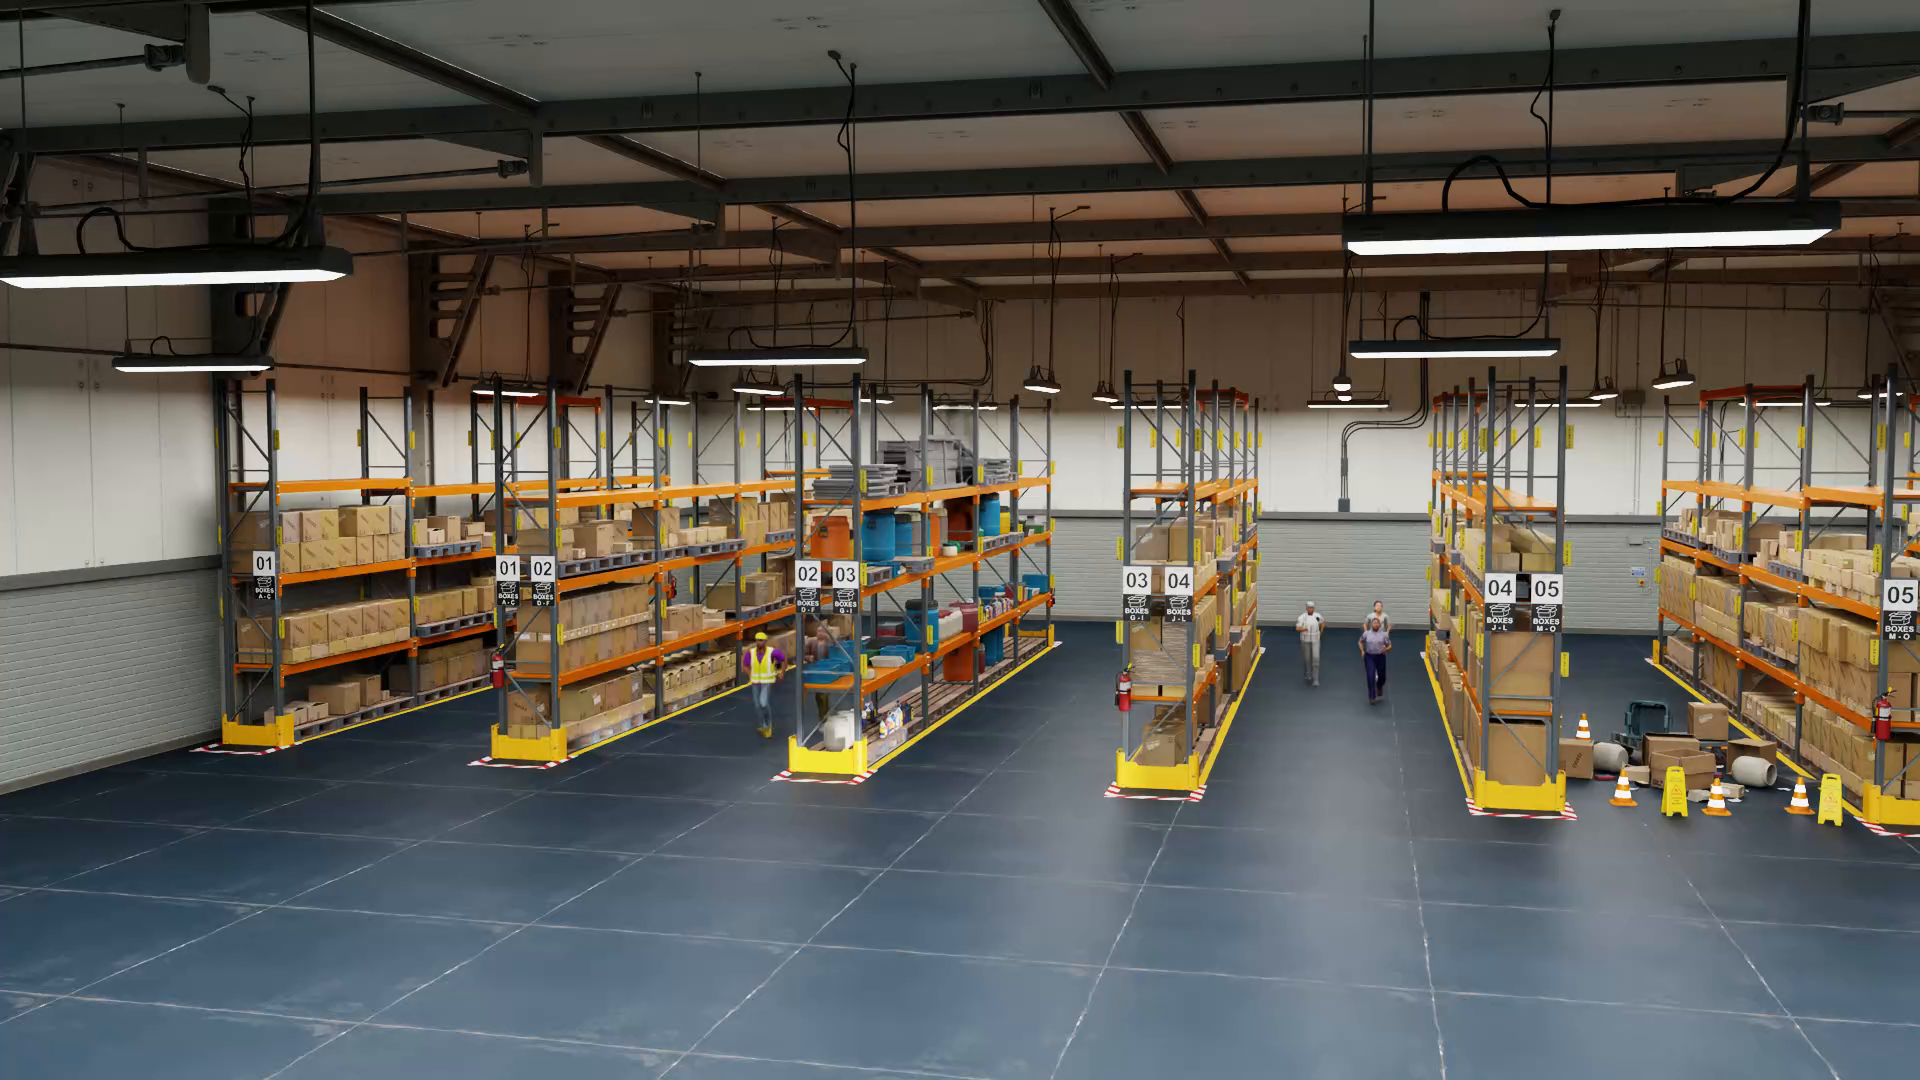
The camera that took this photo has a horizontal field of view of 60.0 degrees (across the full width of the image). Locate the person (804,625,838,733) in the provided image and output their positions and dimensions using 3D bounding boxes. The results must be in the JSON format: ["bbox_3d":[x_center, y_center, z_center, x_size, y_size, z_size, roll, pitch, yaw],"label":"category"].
[{"bbox_3d":[-2.383,2.382,28.814,0.699,1.837,0.810,1,3,11],"label":"person"}]

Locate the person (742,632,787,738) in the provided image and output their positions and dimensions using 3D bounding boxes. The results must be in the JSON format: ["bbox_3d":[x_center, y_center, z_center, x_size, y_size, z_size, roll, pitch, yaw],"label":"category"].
[{"bbox_3d":[-3.328,2.454,28.061,0.718,1.816,0.722,1,4,13],"label":"person"}]

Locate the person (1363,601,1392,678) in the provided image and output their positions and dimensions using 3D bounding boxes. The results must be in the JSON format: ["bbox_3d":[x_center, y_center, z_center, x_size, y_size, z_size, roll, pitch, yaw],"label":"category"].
[{"bbox_3d":[8.806,2.095,35.060,0.572,1.630,0.565,1,3,9],"label":"person"}]

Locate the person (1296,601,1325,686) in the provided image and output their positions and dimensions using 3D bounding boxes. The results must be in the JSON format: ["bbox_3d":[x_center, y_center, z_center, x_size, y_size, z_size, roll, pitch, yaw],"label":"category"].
[{"bbox_3d":[7.212,2.121,34.261,0.593,1.719,0.816,1,3,10],"label":"person"}]

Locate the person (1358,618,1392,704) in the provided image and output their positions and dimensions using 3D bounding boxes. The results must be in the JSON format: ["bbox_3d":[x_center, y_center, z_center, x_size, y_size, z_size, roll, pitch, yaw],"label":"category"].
[{"bbox_3d":[7.921,2.291,31.756,0.620,1.612,0.803,1,3,10],"label":"person"}]
